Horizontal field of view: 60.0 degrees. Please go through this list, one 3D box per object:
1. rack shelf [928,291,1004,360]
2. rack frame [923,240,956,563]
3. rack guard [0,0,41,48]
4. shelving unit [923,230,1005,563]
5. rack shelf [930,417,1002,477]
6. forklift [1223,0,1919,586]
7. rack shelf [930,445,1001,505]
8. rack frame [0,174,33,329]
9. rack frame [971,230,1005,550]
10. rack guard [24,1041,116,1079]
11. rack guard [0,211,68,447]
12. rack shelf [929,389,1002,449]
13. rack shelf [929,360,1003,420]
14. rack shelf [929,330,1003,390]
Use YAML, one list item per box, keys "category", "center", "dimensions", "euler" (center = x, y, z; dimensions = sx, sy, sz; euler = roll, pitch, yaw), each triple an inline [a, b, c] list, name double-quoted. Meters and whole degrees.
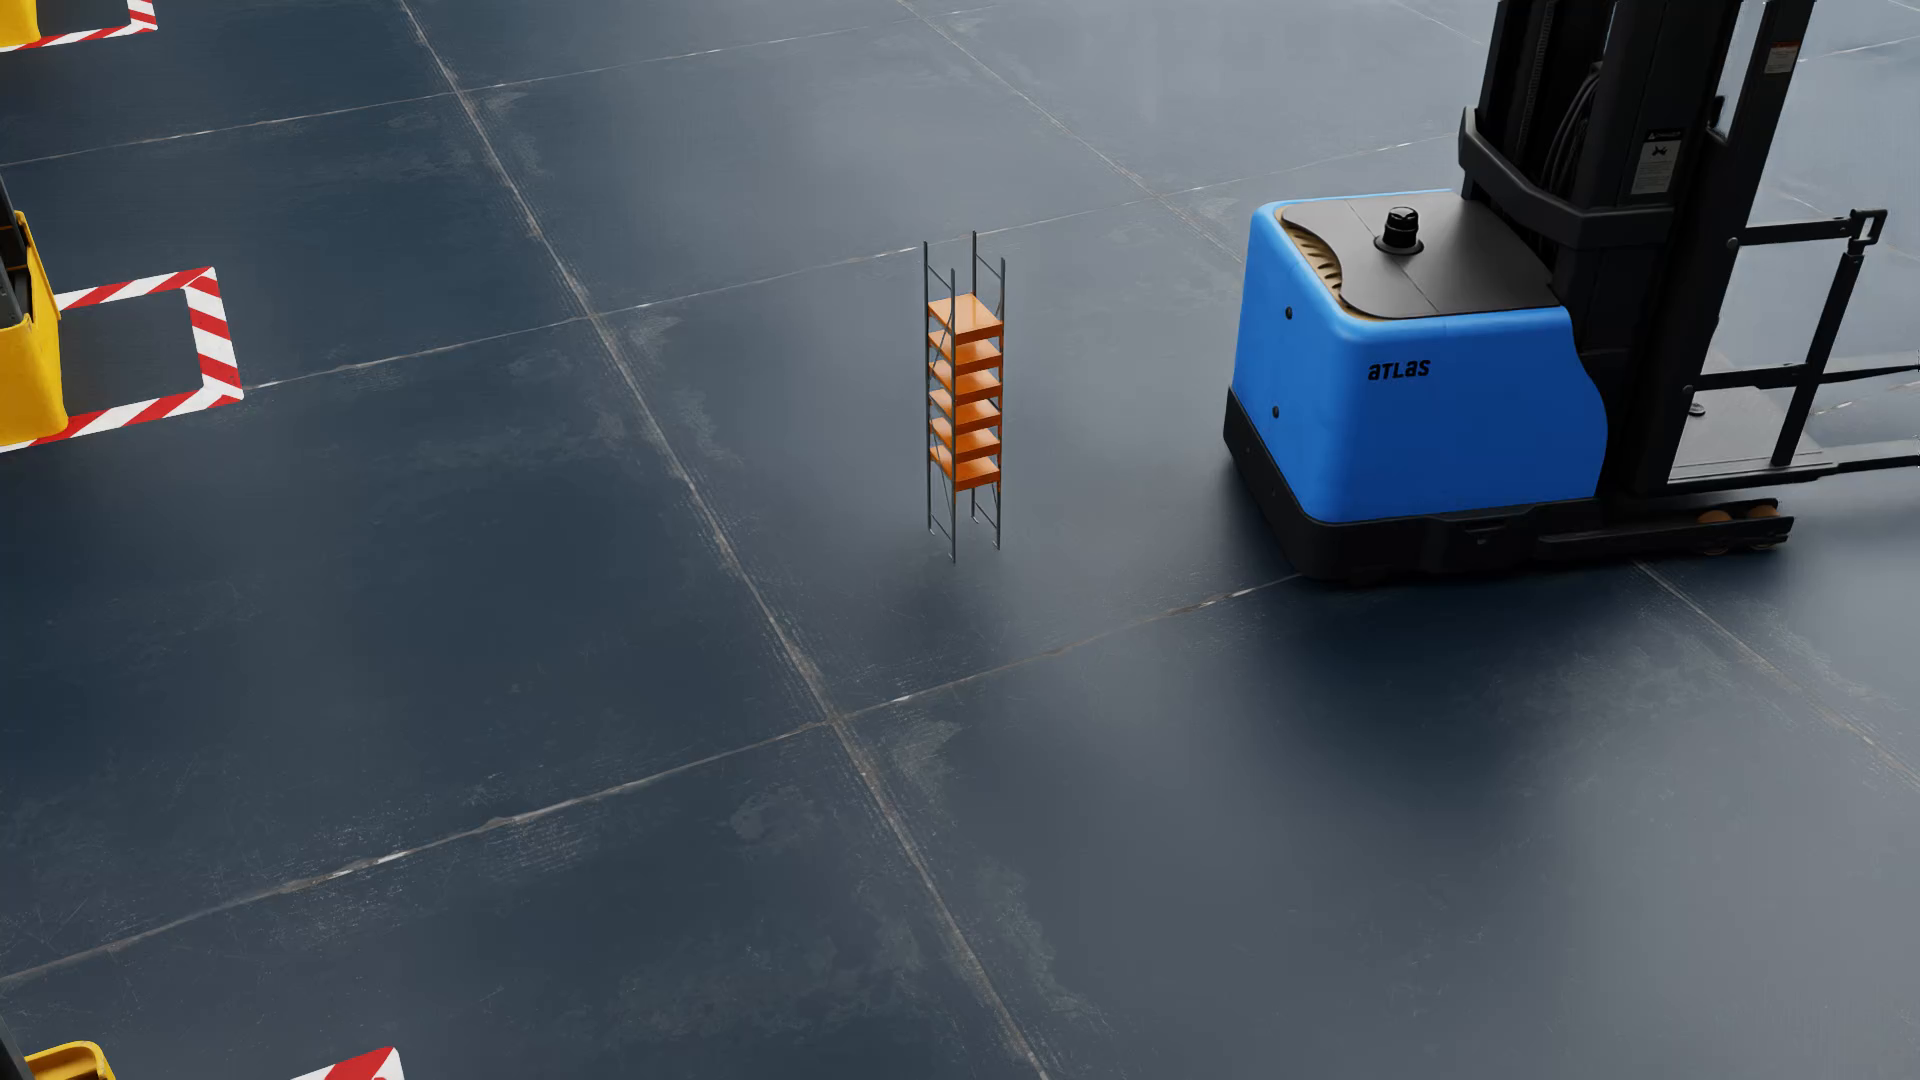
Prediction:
- category: "rack shelf"
  center: [0.013, -0.739, 5.710]
  dimensions: [0.180, 0.103, 0.258]
  euler: [-16, 39, -20]
- category: "rack frame"
  center: [-0.070, -0.462, 5.866]
  dimensions: [0.006, 1.200, 0.240]
  euler: [-16, 39, -20]
- category: "rack guard"
  center: [-6.200, -3.612, 10.701]
  dimensions: [0.348, 0.500, 1.175]
  euler: [-16, 39, -20]
- category: "shelving unit"
  center: [0.013, -0.486, 5.898]
  dimensions: [0.189, 1.200, 0.258]
  euler: [-16, 39, -20]
- category: "rack shelf"
  center: [0.013, -0.354, 5.995]
  dimensions: [0.180, 0.103, 0.258]
  euler: [-16, 39, -20]
- category: "forklift"
  center: [2.622, -1.426, 5.713]
  dimensions: [3.031, 2.935, 1.130]
  euler: [-6, 37, -8]
- category: "rack shelf"
  center: [0.013, -0.257, 6.067]
  dimensions: [0.180, 0.103, 0.258]
  euler: [-16, 39, -20]
- category: "rack frame"
  center: [-4.027, -1.965, 6.381]
  dimensions: [0.127, 3.000, 1.000]
  euler: [-16, 39, -20]
- category: "rack frame"
  center: [0.096, -0.509, 5.929]
  dimensions: [0.006, 1.200, 0.240]
  euler: [-16, 39, -20]
- category: "rack guard"
  center: [-1.904, 1.706, 3.531]
  dimensions: [0.348, 0.500, 1.175]
  euler: [-16, 39, -20]
- category: "rack guard"
  center: [-4.076, -0.916, 7.065]
  dimensions: [0.348, 0.500, 1.175]
  euler: [-16, 39, -20]
- category: "rack shelf"
  center: [0.013, -0.450, 5.924]
  dimensions: [0.180, 0.103, 0.258]
  euler: [-16, 39, -20]
- category: "rack shelf"
  center: [0.013, -0.546, 5.852]
  dimensions: [0.180, 0.103, 0.258]
  euler: [-16, 39, -20]
- category: "rack shelf"
  center: [0.013, -0.643, 5.781]
  dimensions: [0.180, 0.103, 0.258]
  euler: [-16, 39, -20]
